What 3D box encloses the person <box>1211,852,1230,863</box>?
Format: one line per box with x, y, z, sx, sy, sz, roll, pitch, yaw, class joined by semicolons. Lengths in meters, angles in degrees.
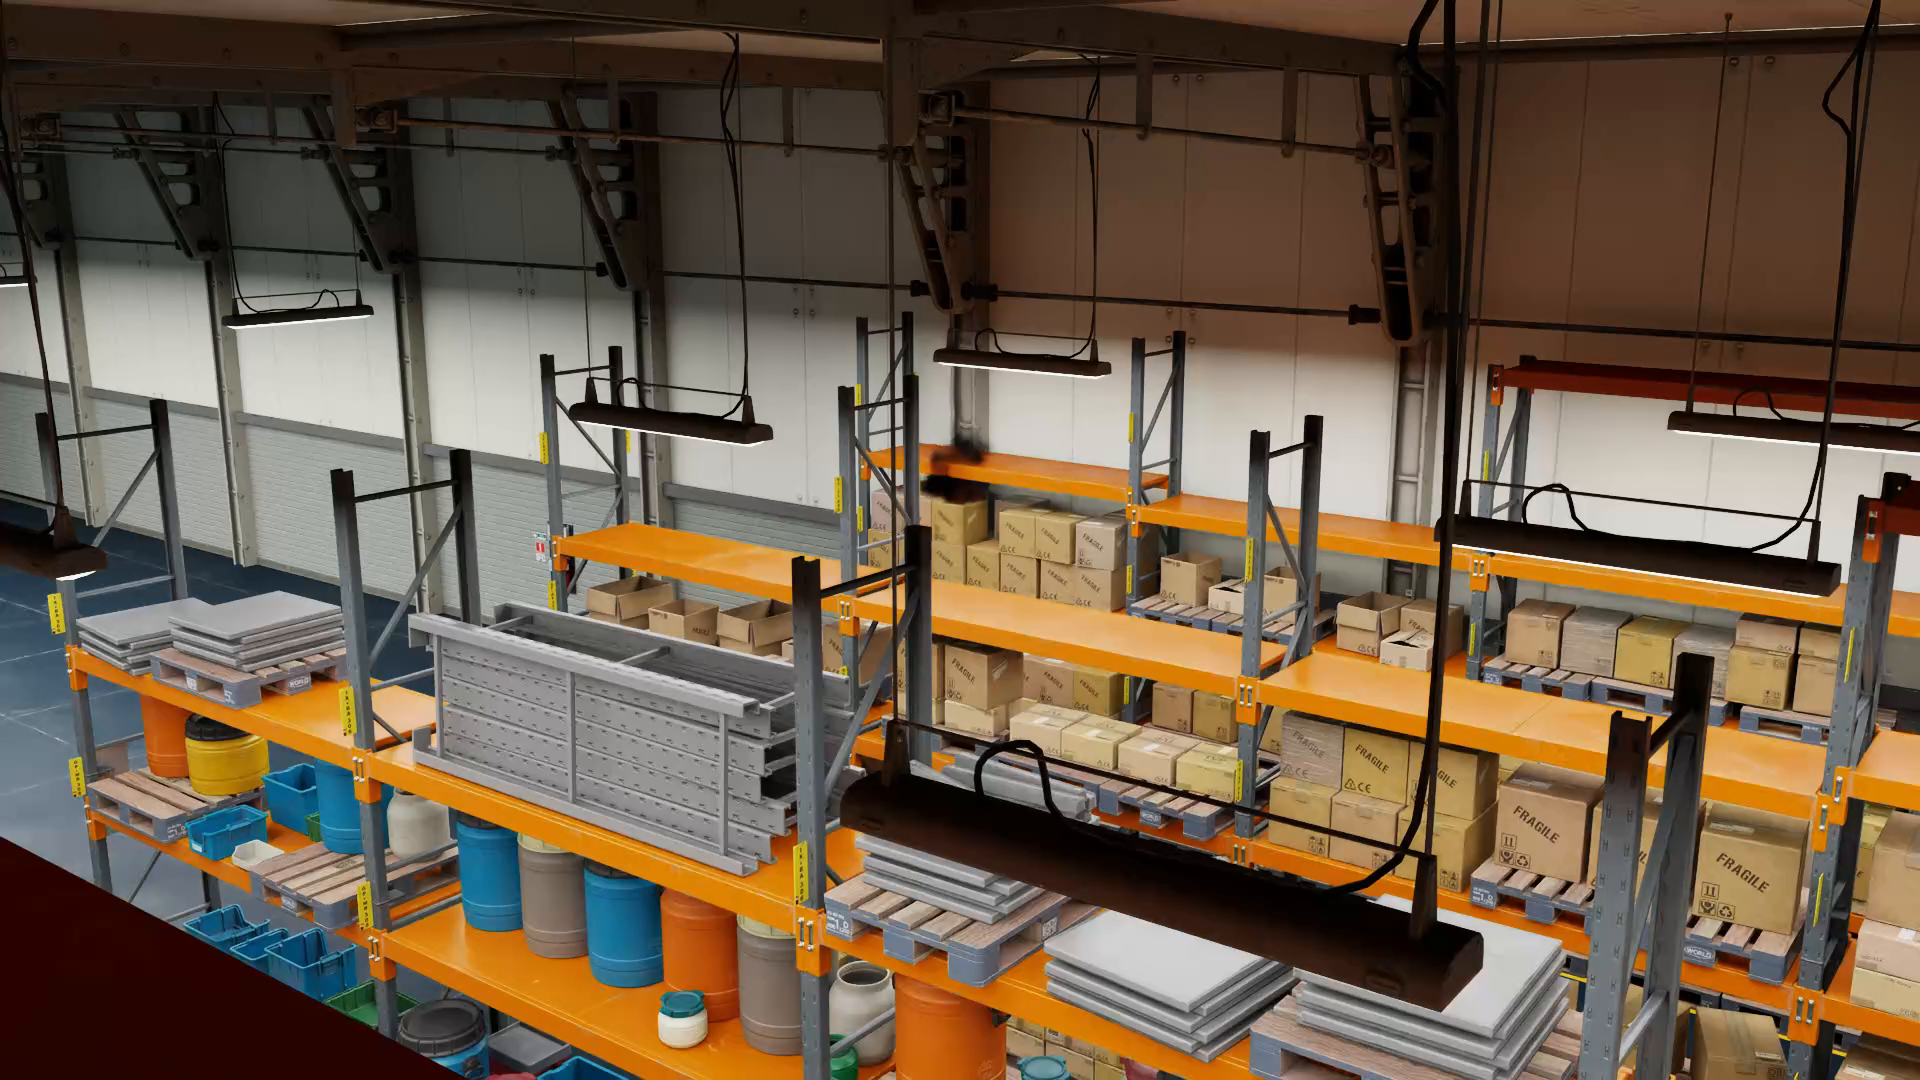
2.524;3.594;15.930;0.859;1.696;0.573;12;18;42;person

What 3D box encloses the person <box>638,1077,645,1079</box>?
-2.532;4.099;13.670;0.801;1.841;0.682;9;16;33;person
